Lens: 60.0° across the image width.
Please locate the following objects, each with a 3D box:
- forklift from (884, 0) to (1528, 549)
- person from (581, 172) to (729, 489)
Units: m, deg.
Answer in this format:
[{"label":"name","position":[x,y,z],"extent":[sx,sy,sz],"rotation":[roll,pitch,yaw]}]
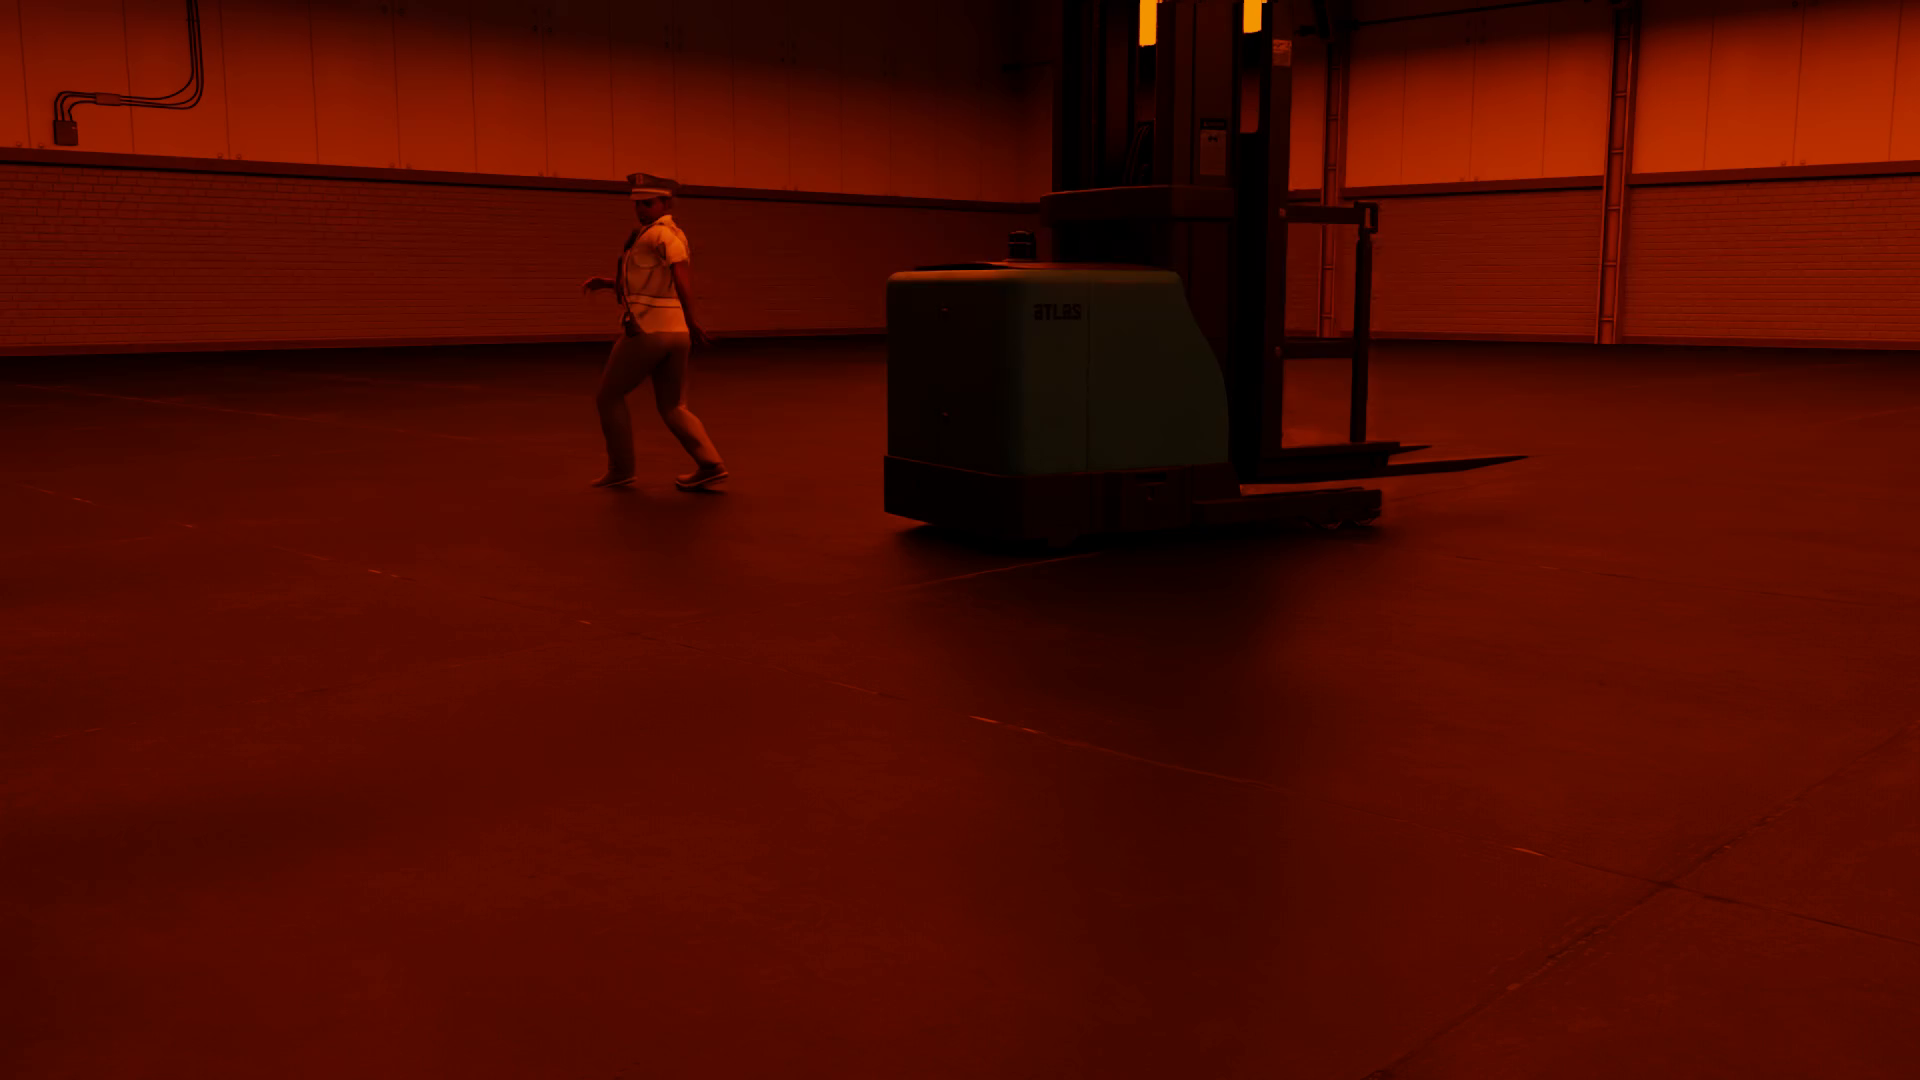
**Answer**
[{"label":"forklift","position":[1.211,-1.553,7.188],"extent":[3.031,2.935,1.130],"rotation":[-5,10,-30]},{"label":"person","position":[-1.537,-1.023,8.360],"extent":[0.890,1.599,0.470],"rotation":[4,9,24]}]
